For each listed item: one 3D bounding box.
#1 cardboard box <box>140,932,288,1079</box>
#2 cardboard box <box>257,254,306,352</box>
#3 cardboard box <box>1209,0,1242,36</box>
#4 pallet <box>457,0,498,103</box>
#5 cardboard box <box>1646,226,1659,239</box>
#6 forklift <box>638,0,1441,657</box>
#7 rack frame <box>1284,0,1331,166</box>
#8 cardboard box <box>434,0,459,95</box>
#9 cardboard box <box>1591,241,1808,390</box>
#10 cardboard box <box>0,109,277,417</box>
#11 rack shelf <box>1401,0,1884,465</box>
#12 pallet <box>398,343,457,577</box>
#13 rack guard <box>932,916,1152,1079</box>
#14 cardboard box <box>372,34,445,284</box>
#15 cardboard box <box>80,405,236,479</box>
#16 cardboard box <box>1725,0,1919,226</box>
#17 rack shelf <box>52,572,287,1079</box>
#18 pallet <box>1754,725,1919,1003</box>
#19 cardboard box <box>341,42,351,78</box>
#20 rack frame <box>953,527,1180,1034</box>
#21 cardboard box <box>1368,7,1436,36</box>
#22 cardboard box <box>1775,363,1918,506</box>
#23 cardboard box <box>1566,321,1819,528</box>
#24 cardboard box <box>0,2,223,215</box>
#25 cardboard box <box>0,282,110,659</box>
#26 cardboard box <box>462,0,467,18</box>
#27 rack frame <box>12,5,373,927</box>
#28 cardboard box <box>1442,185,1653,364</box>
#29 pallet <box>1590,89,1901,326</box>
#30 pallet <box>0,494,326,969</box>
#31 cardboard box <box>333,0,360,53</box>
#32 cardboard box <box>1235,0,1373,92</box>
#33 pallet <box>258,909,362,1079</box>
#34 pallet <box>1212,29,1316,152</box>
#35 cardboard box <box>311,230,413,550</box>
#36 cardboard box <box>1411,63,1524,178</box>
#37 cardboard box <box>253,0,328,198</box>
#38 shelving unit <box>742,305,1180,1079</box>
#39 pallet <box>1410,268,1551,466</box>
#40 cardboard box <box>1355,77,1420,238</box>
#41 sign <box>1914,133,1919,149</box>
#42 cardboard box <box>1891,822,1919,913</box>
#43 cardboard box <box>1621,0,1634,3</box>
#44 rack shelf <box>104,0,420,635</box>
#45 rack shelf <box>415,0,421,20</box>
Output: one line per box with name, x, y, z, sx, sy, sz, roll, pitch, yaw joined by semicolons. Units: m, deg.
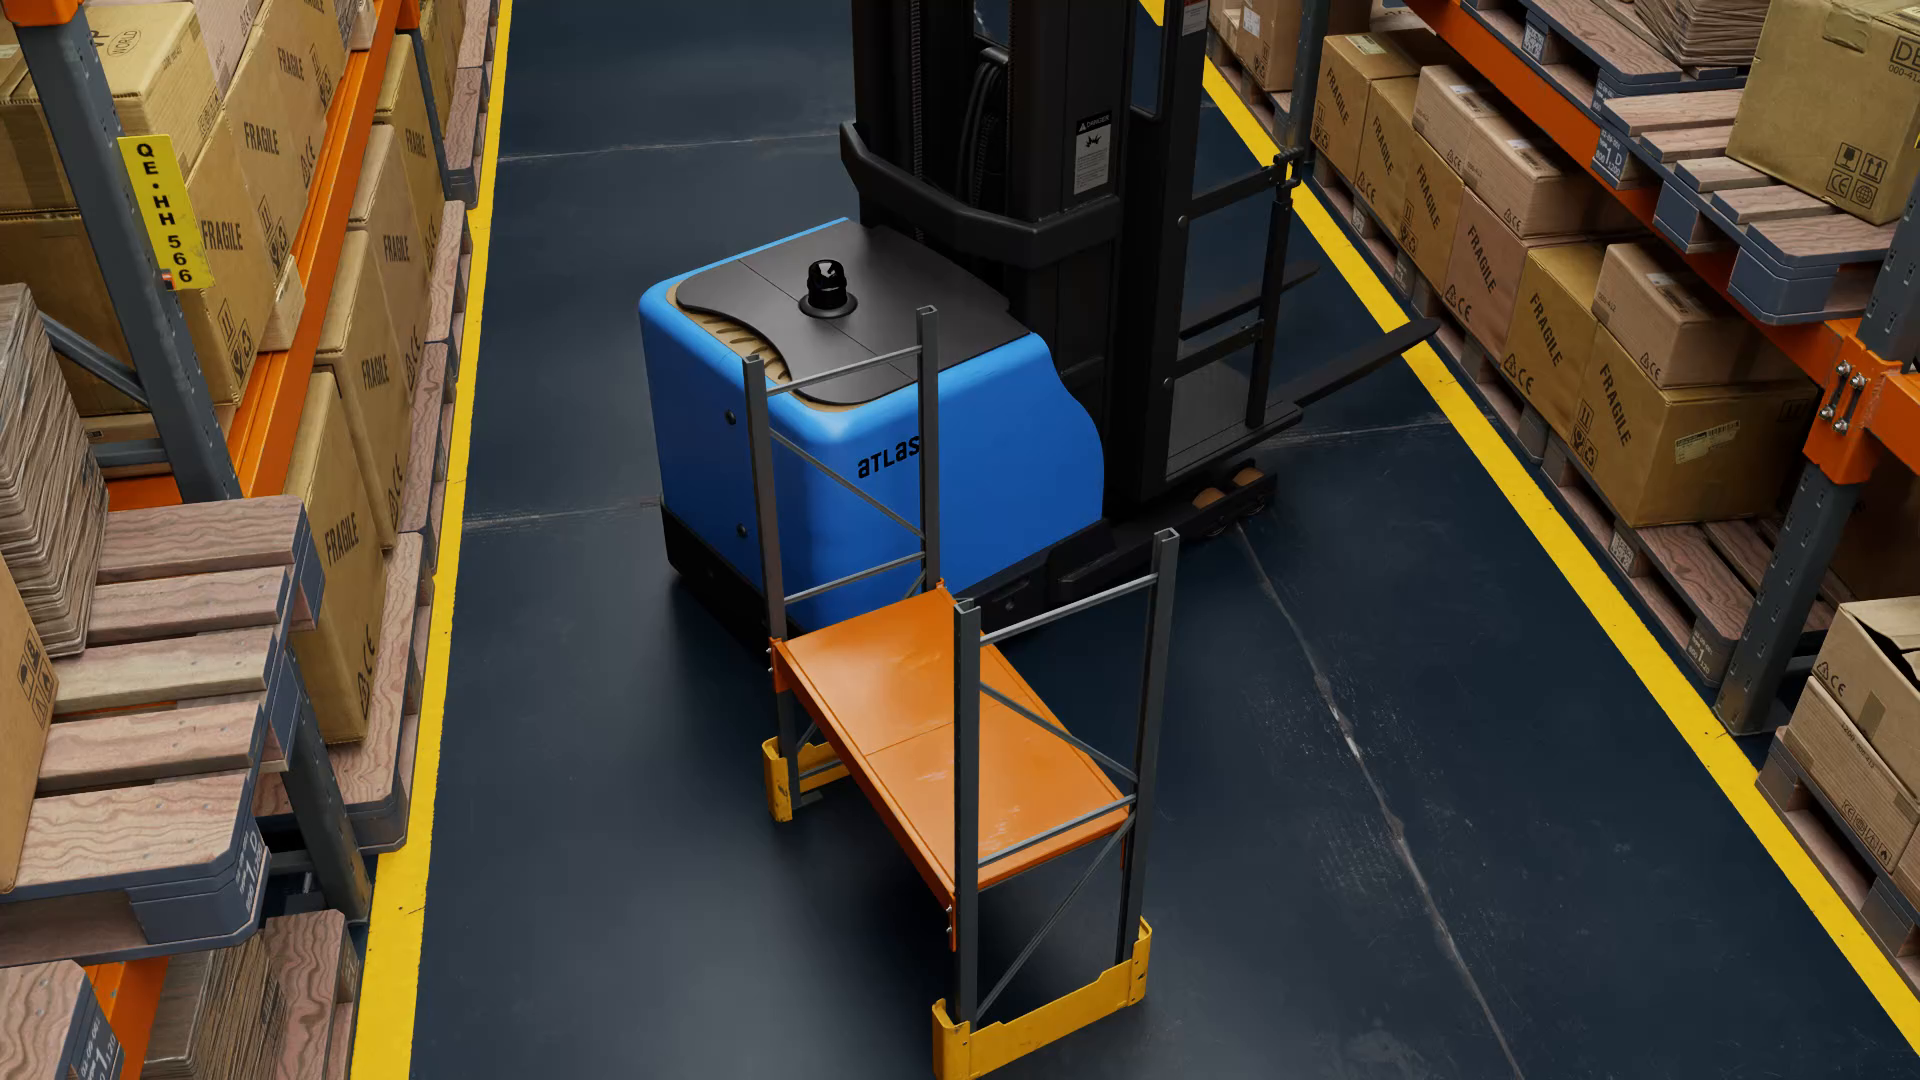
cardboard box;-1.903;1.099;3.570;0.700;0.500;0.500;-6;38;-7
cardboard box;-1.909;-0.599;4.265;0.380;0.149;0.250;-5;38;-7
cardboard box;1.584;-2.974;8.966;0.500;0.311;0.500;-6;38;-8
pallet;-3.055;-2.665;9.008;1.003;0.211;1.213;-6;38;-8
cardboard box;2.721;-1.105;6.406;0.500;0.500;0.500;-7;38;-9
forklift;0.486;-1.398;5.160;3.031;2.935;1.130;-26;45;-30
rack frame;2.095;-3.095;7.289;1.000;3.000;0.127;-6;38;-8
cardboard box;-2.896;-2.505;8.225;0.700;0.500;0.500;-7;38;-8
cardboard box;2.387;-0.735;5.319;0.500;0.250;0.500;-5;38;-6
cardboard box;-1.913;-0.630;3.775;0.500;0.500;0.500;-5;38;-7
rack shelf;2.446;-1.603;5.955;1.077;0.370;4.000;-6;38;-8
pallet;-2.355;-0.262;5.916;1.003;0.211;1.213;-6;38;-8
rack guard;0.204;1.132;4.089;0.587;0.250;0.087;-19;42;-23
cardboard box;-2.539;-1.498;6.643;0.750;0.750;0.750;-6;38;-7
cardboard box;-1.910;-0.276;3.849;0.380;0.149;0.250;-7;38;-9
cardboard box;2.575;-1.253;4.494;0.700;0.500;0.500;-19;42;-23
rack shelf;-1.729;1.348;2.156;1.077;0.370;4.000;-6;38;-8
pallet;2.902;0.924;4.389;1.003;0.211;1.213;-6;38;-8
cardboard box;-2.293;-1.676;5.650;0.380;0.149;0.250;-6;38;-8
rack frame;0.213;0.649;3.692;0.500;1.500;0.032;-19;42;-23
cardboard box;2.234;-2.484;8.335;0.500;0.311;0.500;-6;38;-8
cardboard box;2.900;-0.487;5.611;0.500;0.500;0.500;-8;38;-10
cardboard box;2.401;-0.405;5.506;0.500;0.500;0.500;-5;38;-6
cardboard box;-1.911;-0.924;3.543;0.500;0.250;0.500;-5;38;-7
cardboard box;-1.988;-0.074;2.961;0.700;0.500;0.500;-11;39;-13
cardboard box;-3.085;-3.137;9.038;0.700;0.500;0.500;-7;38;-9
rack frame;-2.080;-0.144;3.490;1.000;3.000;0.127;-6;38;-8
cardboard box;2.213;-1.034;6.315;0.500;0.500;0.500;-8;38;-10
pallet;2.608;-1.005;4.755;1.213;0.211;1.003;-6;38;-8
pallet;-1.850;0.351;3.010;1.213;0.211;1.003;-6;38;-8
cardboard box;-2.273;-1.862;5.361;0.500;0.500;0.500;-6;38;-8
cardboard box;1.716;-2.595;8.324;0.500;0.500;0.500;-6;38;-8
pallet;-1.945;1.429;3.738;1.003;0.211;1.213;-6;38;-8
pallet;1.975;-2.409;8.679;1.003;0.211;1.213;-6;38;-8
cardboard box;-2.227;-0.449;5.293;0.750;0.750;0.750;-6;38;-8
cardboard box;2.115;-1.655;6.503;0.500;0.250;0.500;-6;38;-8
cardboard box;-2.082;-1.247;4.570;0.500;0.500;0.500;-6;38;-8
shelving unit;-0.038;0.371;4.049;0.587;1.500;1.083;-19;42;-23
pallet;2.492;-0.768;6.567;1.003;0.211;1.213;-6;38;-8
cardboard box;2.044;-1.642;7.098;0.500;0.500;0.500;-6;38;-7
sign;2.264;-1.041;3.766;0.100;0.325;0.005;-6;38;-8
cardboard box;2.688;0.892;4.055;0.500;0.250;0.500;-7;38;-9
cardboard box;2.465;-2.240;5.764;0.700;0.500;0.500;-16;41;-19
rack shelf;-2.431;-1.068;5.266;1.077;0.370;4.000;-6;38;-8
rack shelf;-3.132;-3.484;8.376;1.077;0.370;4.000;-6;38;-8
